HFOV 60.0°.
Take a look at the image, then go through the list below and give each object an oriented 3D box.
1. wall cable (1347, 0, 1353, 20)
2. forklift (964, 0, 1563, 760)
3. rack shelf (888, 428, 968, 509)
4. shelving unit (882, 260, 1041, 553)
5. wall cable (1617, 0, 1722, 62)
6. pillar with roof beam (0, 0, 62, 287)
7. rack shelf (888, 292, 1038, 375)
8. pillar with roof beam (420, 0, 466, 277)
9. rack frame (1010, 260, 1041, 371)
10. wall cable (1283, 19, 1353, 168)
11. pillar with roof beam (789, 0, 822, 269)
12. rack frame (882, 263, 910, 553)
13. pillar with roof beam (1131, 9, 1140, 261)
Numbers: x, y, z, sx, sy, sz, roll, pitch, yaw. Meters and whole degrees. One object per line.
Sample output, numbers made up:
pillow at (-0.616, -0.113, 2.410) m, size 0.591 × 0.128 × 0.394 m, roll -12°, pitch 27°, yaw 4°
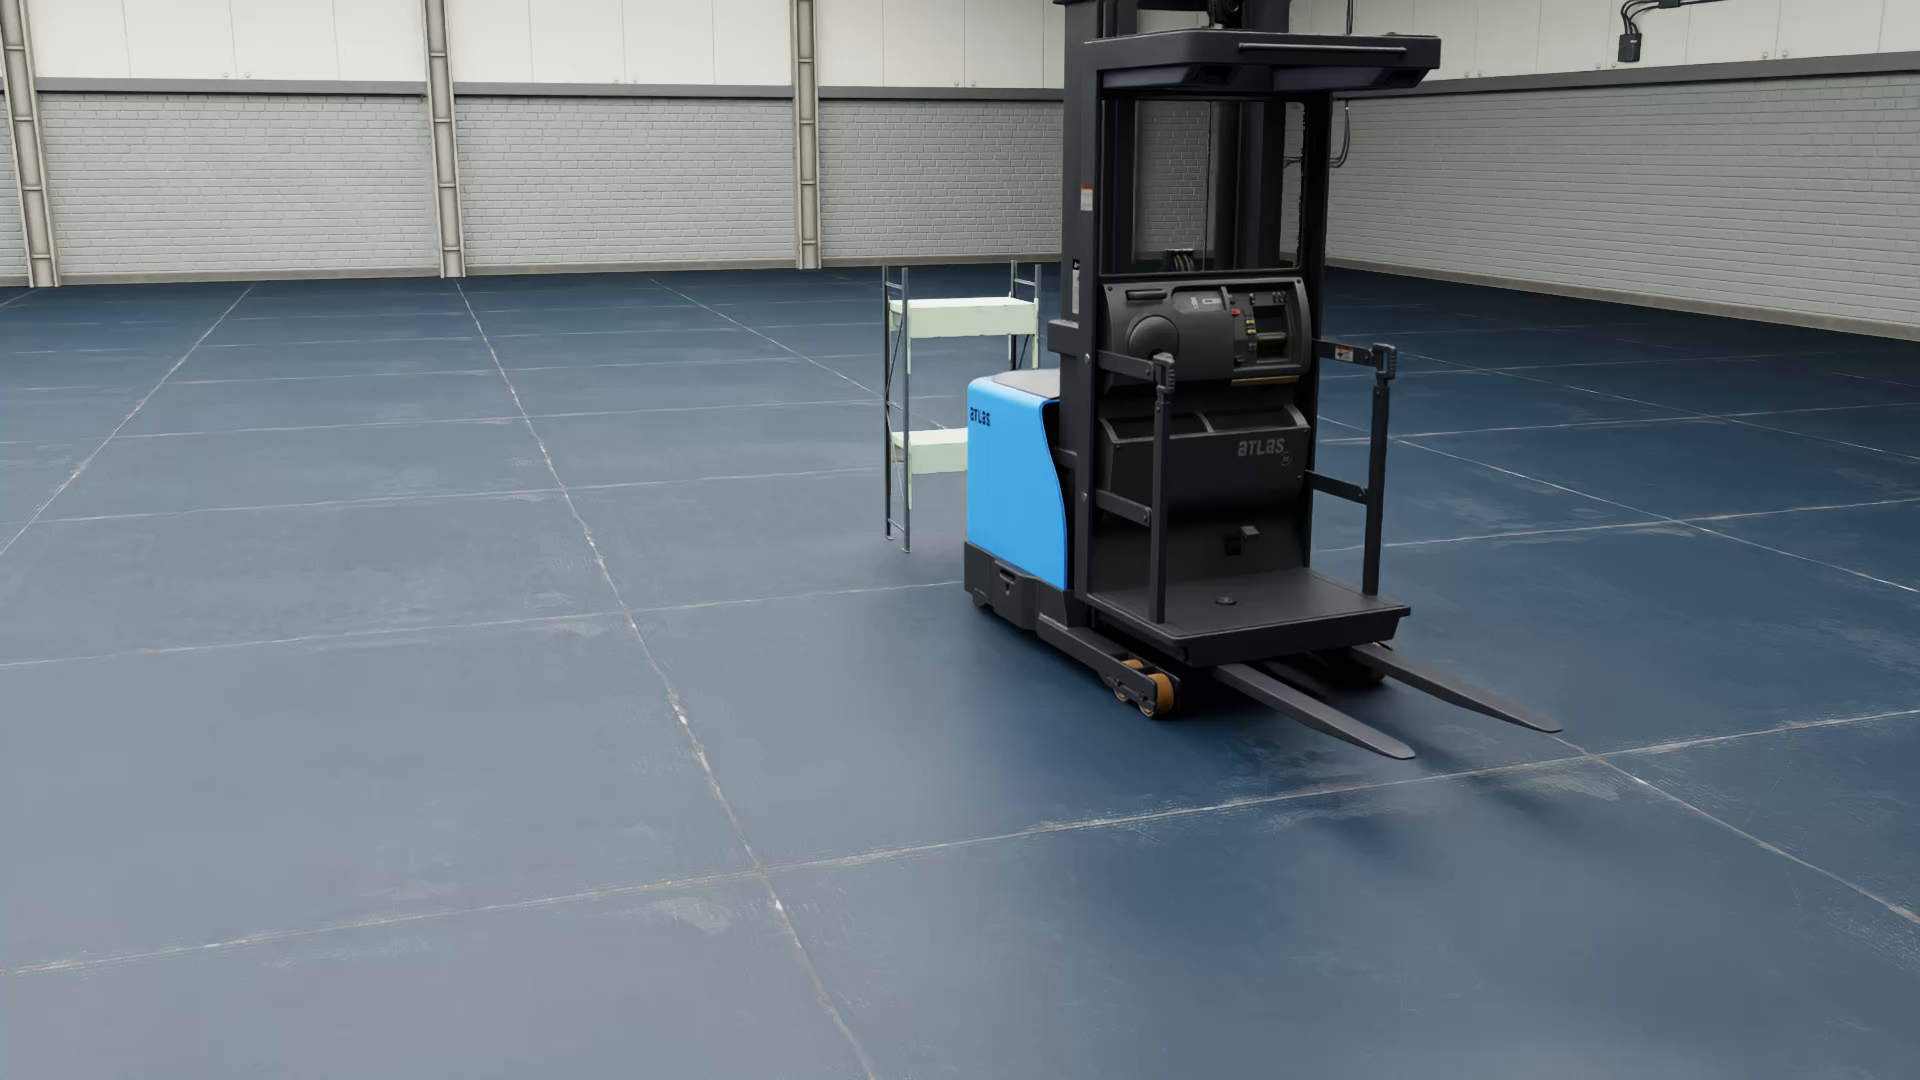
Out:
wall cable at (7.096, -9.888, 27.061) m, size 0.112 × 2.526 × 3.097 m, roll -4°, pitch 14°, yaw -18°
forklift at (1.084, -0.867, 6.454) m, size 1.130 × 2.935 × 3.031 m, roll -6°, pitch 15°, yaw -23°
rack shelf at (0.006, -0.413, 9.047) m, size 0.720 × 0.370 × 0.431 m, roll -4°, pitch 14°, yaw -18°
shelving unit at (0.006, -0.730, 8.971) m, size 0.755 × 1.500 × 0.431 m, roll -4°, pitch 14°, yaw -18°
wall cable at (9.246, -9.106, 20.629) m, size 0.169 × 6.003 × 2.305 m, roll -4°, pitch 14°, yaw -18°
pillar with roof beam at (-12.667, -7.335, 20.532) m, size 0.400 × 9.000 × 9.100 m, roll -4°, pitch 14°, yaw -18°
rack shelf at (0.006, -1.110, 8.881) m, size 0.720 × 0.370 × 0.431 m, roll -4°, pitch 14°, yaw -18°
pillar with roof beam at (-6.981, -7.777, 22.393) m, size 0.400 × 9.000 × 9.100 m, roll -4°, pitch 14°, yaw -18°
rack frame at (0.353, -0.757, 9.085) m, size 0.023 × 1.500 × 0.400 m, roll -4°, pitch 14°, yaw -18°
wall cable at (6.233, -8.024, 30.140) m, size 0.112 × 2.526 × 3.097 m, roll -4°, pitch 14°, yaw -18°
pillar with roof beam at (-1.294, -8.220, 24.255) m, size 0.400 × 9.000 × 9.100 m, roll -4°, pitch 14°, yaw -18°
rack frame at (-0.341, -0.703, 8.858) m, size 0.023 × 1.500 × 0.400 m, roll -4°, pitch 14°, yaw -18°
pillar with roof beam at (4.393, -8.663, 26.117) m, size 0.400 × 9.000 × 9.100 m, roll -4°, pitch 14°, yaw -18°
